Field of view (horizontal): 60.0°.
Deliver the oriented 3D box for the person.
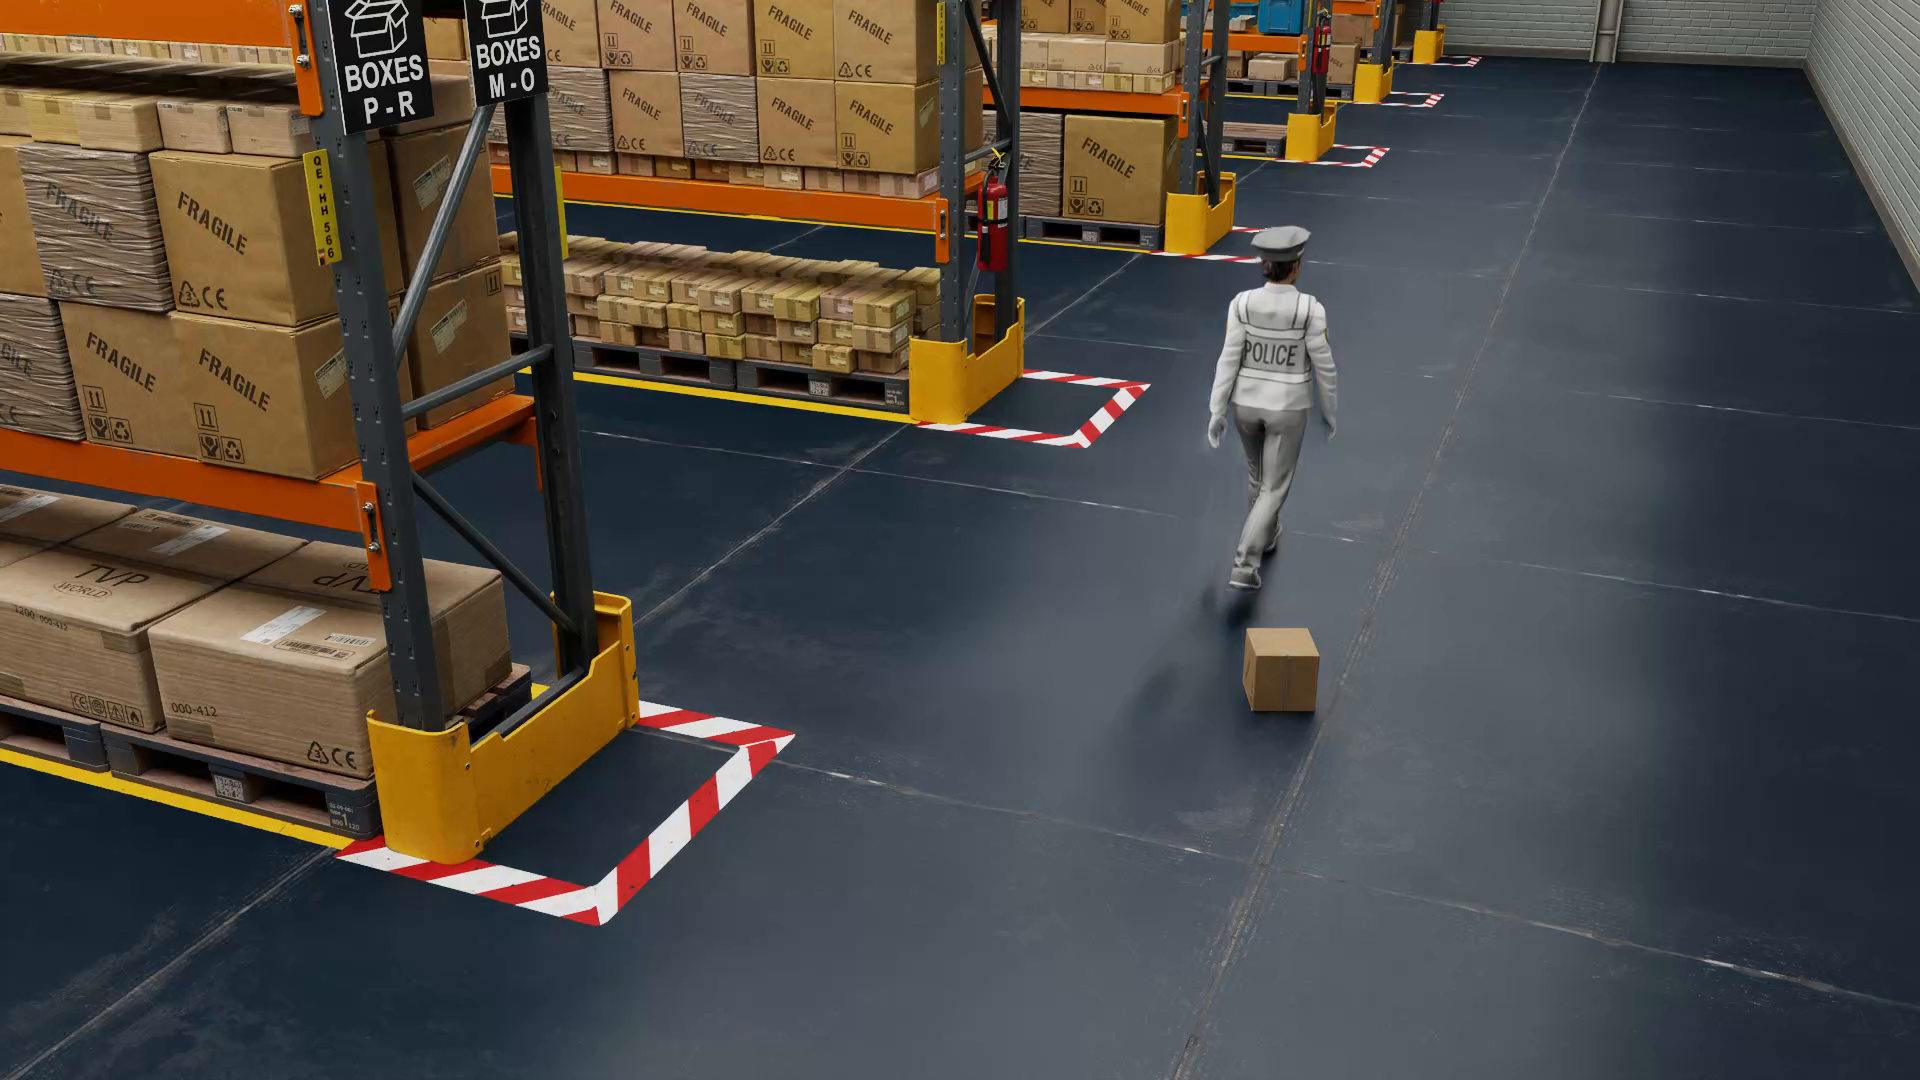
[{"bbox_3d":[1.420,-0.595,7.527,0.526,1.617,1.016,12,25,27],"label":"person"}]
